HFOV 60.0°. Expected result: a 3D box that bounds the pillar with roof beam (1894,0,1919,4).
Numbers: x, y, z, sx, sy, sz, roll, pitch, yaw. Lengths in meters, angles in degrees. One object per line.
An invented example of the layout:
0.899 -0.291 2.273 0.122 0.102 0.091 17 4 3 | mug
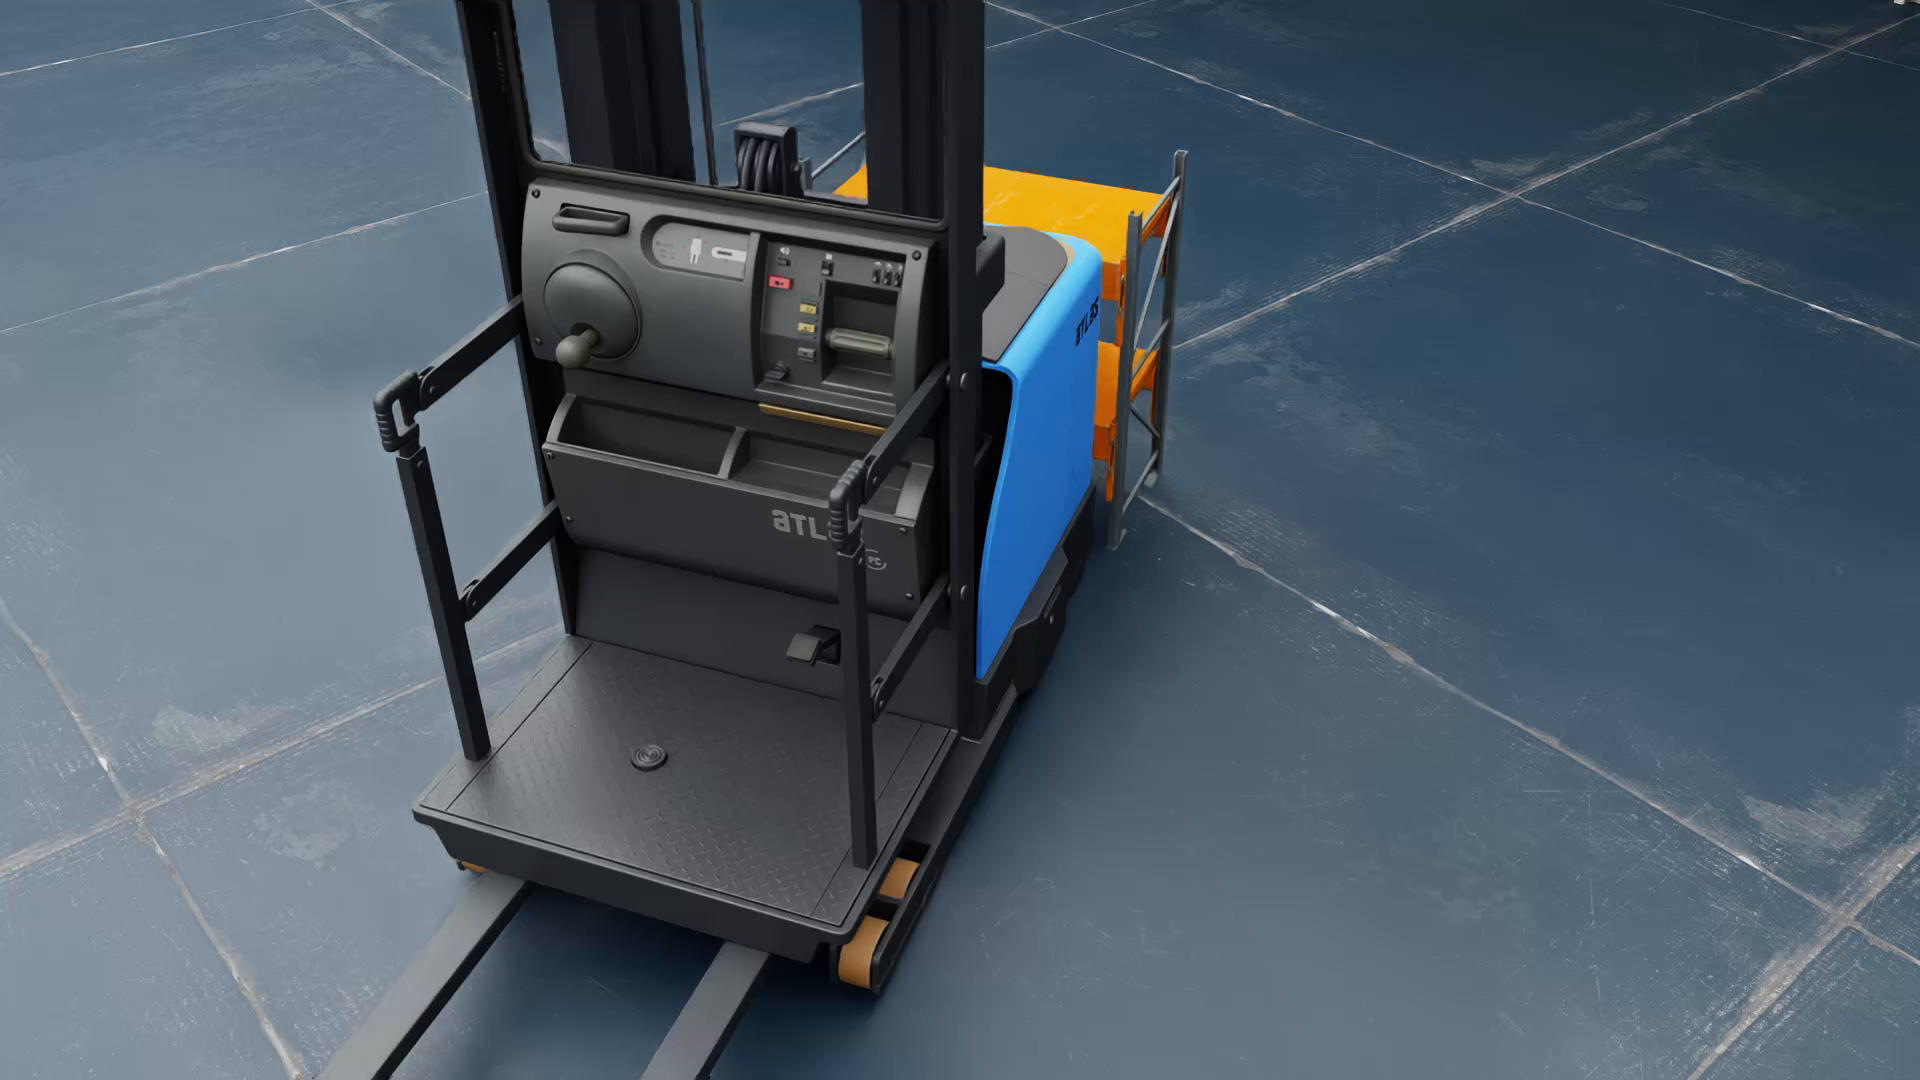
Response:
2.381 -5.163 4.754 9.100 9.000 0.400 -26 43 -32 | pillar with roof beam

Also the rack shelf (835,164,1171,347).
0.098 -0.914 5.061 1.000 0.278 0.538 13 37 18 | rack shelf

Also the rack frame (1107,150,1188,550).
0.569 -0.565 5.074 0.032 1.125 0.500 13 37 18 | rack frame

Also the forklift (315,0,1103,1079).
-0.580 -0.445 3.342 1.130 2.935 3.031 12 37 16 | forklift

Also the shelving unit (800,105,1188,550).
0.098 -0.675 5.230 1.048 1.125 0.538 13 37 18 | shelving unit

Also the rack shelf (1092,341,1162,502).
0.098 -0.476 5.372 1.000 0.278 0.538 13 37 18 | rack shelf

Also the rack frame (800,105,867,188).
-0.372 -0.786 5.387 0.032 1.125 0.500 13 37 18 | rack frame
